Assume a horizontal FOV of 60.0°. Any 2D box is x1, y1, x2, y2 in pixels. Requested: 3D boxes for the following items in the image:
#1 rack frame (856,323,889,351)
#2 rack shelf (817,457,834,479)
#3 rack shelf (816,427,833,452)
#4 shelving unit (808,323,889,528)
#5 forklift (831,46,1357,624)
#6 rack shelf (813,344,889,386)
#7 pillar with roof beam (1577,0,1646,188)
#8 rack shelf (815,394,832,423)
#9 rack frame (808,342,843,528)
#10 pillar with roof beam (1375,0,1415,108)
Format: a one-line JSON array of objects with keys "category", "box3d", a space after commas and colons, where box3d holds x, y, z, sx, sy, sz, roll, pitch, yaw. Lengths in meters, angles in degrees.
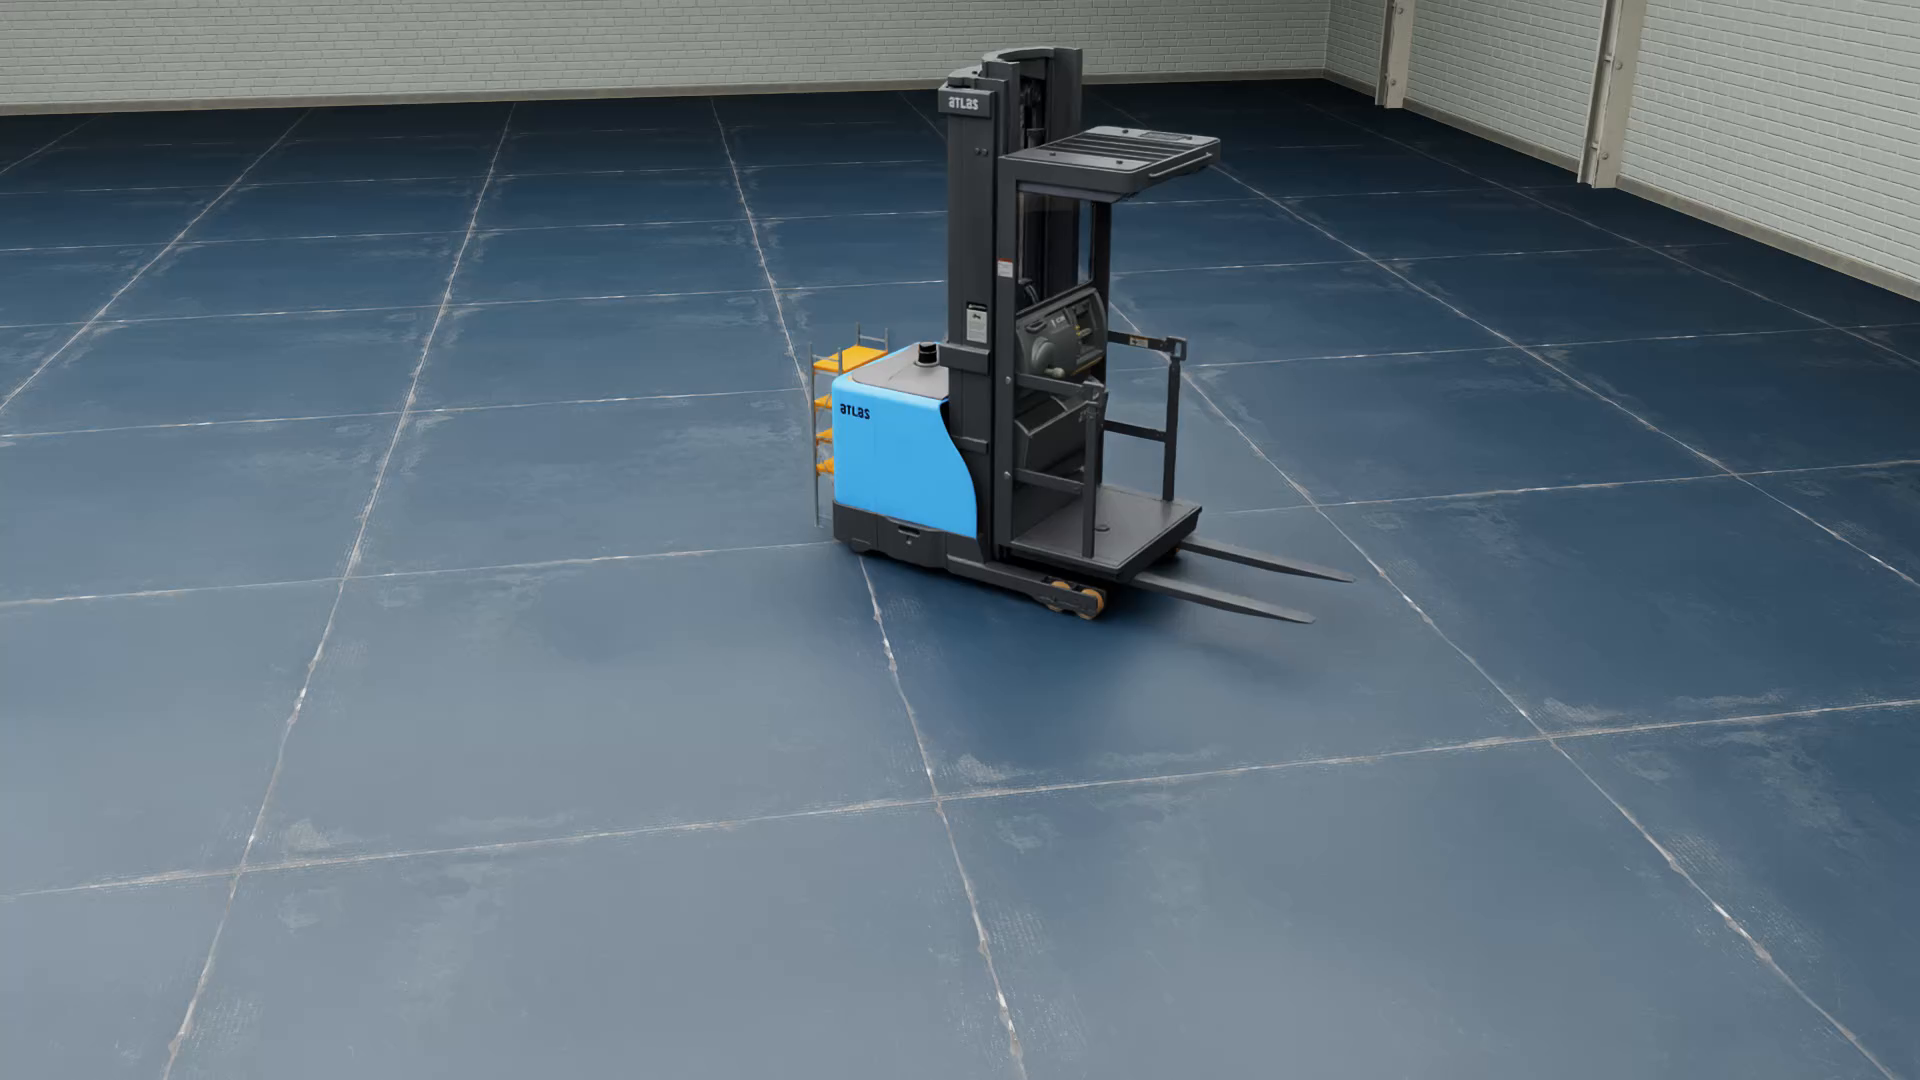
[{"category": "rack frame", "box3d": [-0.544, -0.777, 10.529, 0.240, 1.200, 0.015, 14, 27, 29]}, {"category": "rack shelf", "box3d": [-0.674, -0.450, 10.446, 0.258, 0.148, 0.480, 14, 27, 29]}, {"category": "rack shelf", "box3d": [-0.674, -0.632, 10.367, 0.258, 0.148, 0.480, 14, 27, 29]}, {"category": "shelving unit", "box3d": [-0.674, -0.694, 10.340, 0.258, 1.200, 0.503, 14, 27, 29]}, {"category": "forklift", "box3d": [0.746, -1.144, 9.207, 3.031, 2.935, 1.130, 14, 27, 30]}, {"category": "rack shelf", "box3d": [-0.674, -1.054, 10.183, 0.258, 0.148, 0.480, 14, 27, 29]}, {"category": "pillar with roof beam", "box3d": [3.460, -8.098, 17.548, 9.100, 9.000, 0.400, -4, 24, -10]}, {"category": "rack shelf", "box3d": [-0.674, -0.837, 10.277, 0.258, 0.148, 0.480, 14, 27, 29]}, {"category": "rack frame", "box3d": [-0.804, -0.611, 10.151, 0.240, 1.200, 0.015, 14, 27, 29]}, {"category": "pillar with roof beam", "box3d": [2.350, -10.458, 22.951, 9.100, 9.000, 0.400, -4, 24, -10]}]
